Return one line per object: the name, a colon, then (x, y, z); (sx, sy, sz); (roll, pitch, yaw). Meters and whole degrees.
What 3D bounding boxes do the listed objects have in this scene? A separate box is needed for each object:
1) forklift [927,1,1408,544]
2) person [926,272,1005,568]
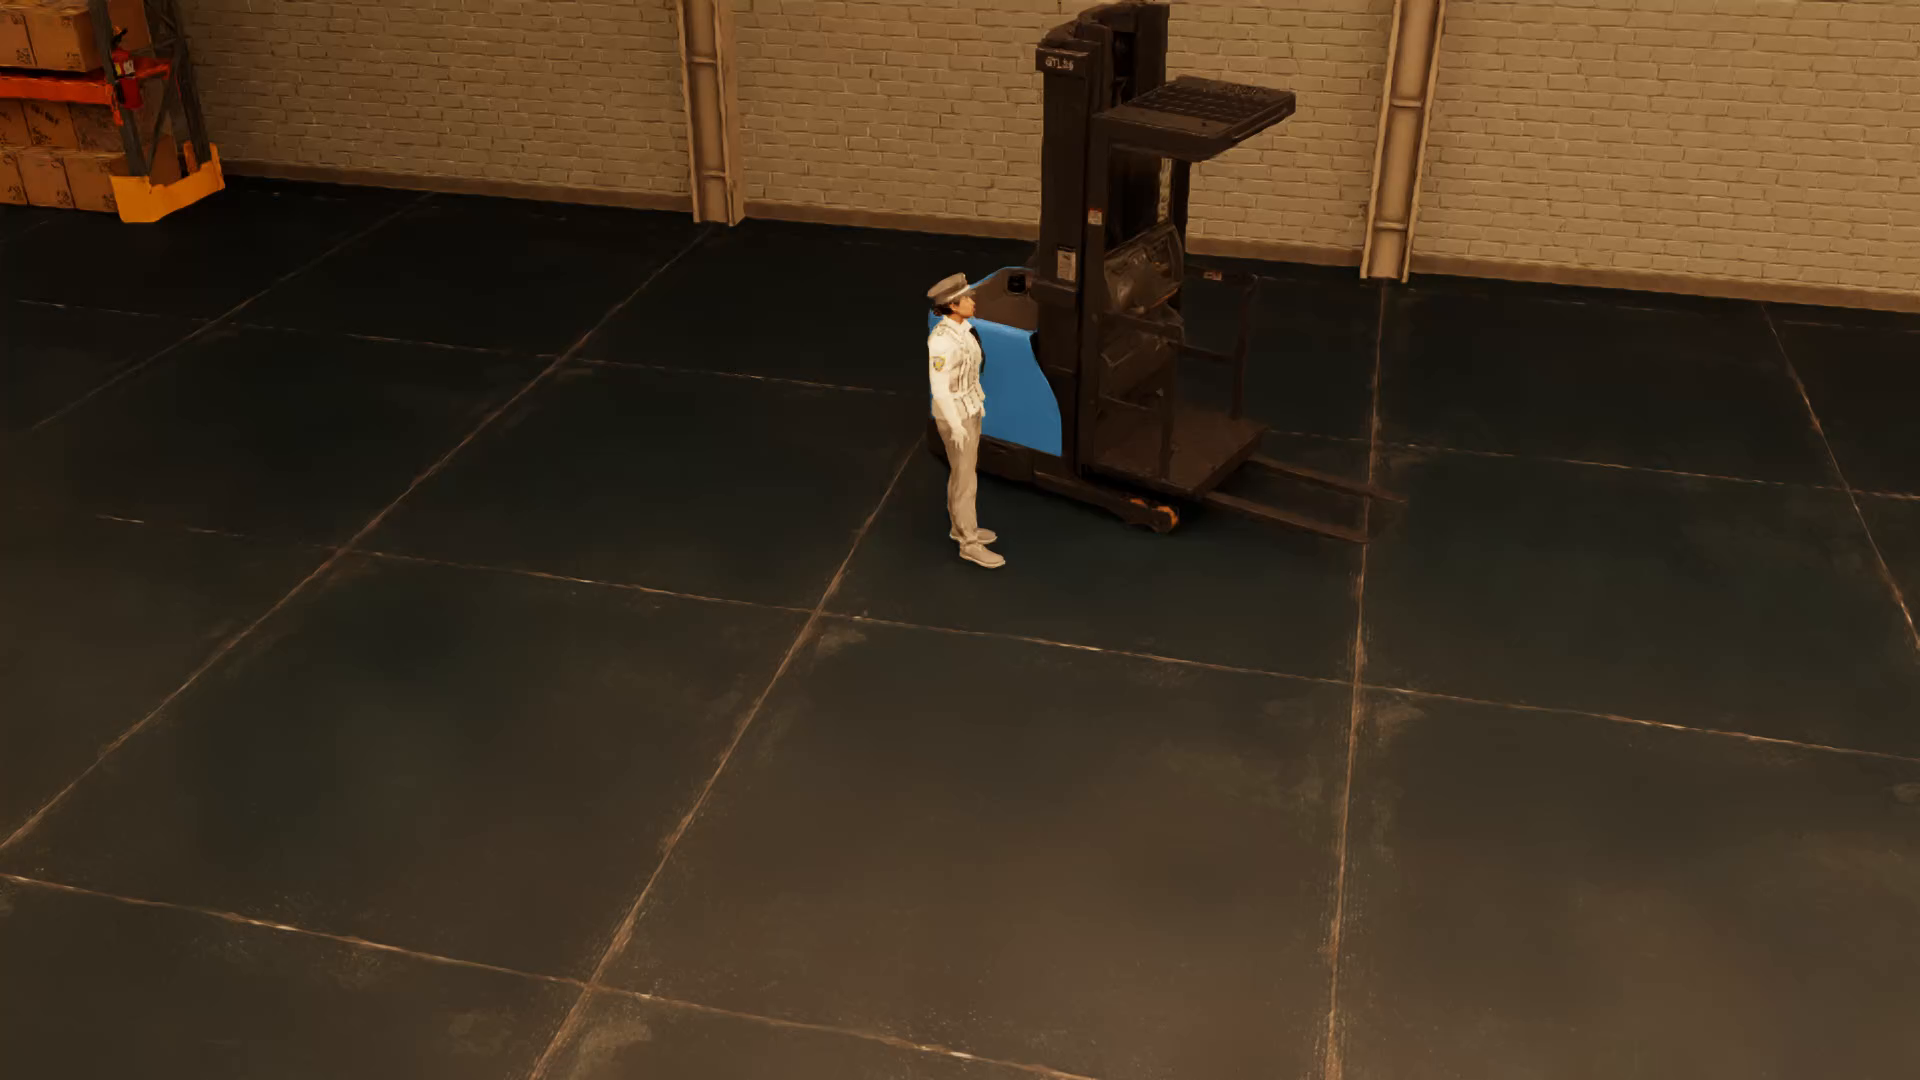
forklift: (1.291, -1.615, 10.020); (3.031, 2.935, 1.130); (18, 34, 29)
person: (0.064, -0.732, 9.702); (0.532, 1.695, 0.586); (7, 30, 12)
